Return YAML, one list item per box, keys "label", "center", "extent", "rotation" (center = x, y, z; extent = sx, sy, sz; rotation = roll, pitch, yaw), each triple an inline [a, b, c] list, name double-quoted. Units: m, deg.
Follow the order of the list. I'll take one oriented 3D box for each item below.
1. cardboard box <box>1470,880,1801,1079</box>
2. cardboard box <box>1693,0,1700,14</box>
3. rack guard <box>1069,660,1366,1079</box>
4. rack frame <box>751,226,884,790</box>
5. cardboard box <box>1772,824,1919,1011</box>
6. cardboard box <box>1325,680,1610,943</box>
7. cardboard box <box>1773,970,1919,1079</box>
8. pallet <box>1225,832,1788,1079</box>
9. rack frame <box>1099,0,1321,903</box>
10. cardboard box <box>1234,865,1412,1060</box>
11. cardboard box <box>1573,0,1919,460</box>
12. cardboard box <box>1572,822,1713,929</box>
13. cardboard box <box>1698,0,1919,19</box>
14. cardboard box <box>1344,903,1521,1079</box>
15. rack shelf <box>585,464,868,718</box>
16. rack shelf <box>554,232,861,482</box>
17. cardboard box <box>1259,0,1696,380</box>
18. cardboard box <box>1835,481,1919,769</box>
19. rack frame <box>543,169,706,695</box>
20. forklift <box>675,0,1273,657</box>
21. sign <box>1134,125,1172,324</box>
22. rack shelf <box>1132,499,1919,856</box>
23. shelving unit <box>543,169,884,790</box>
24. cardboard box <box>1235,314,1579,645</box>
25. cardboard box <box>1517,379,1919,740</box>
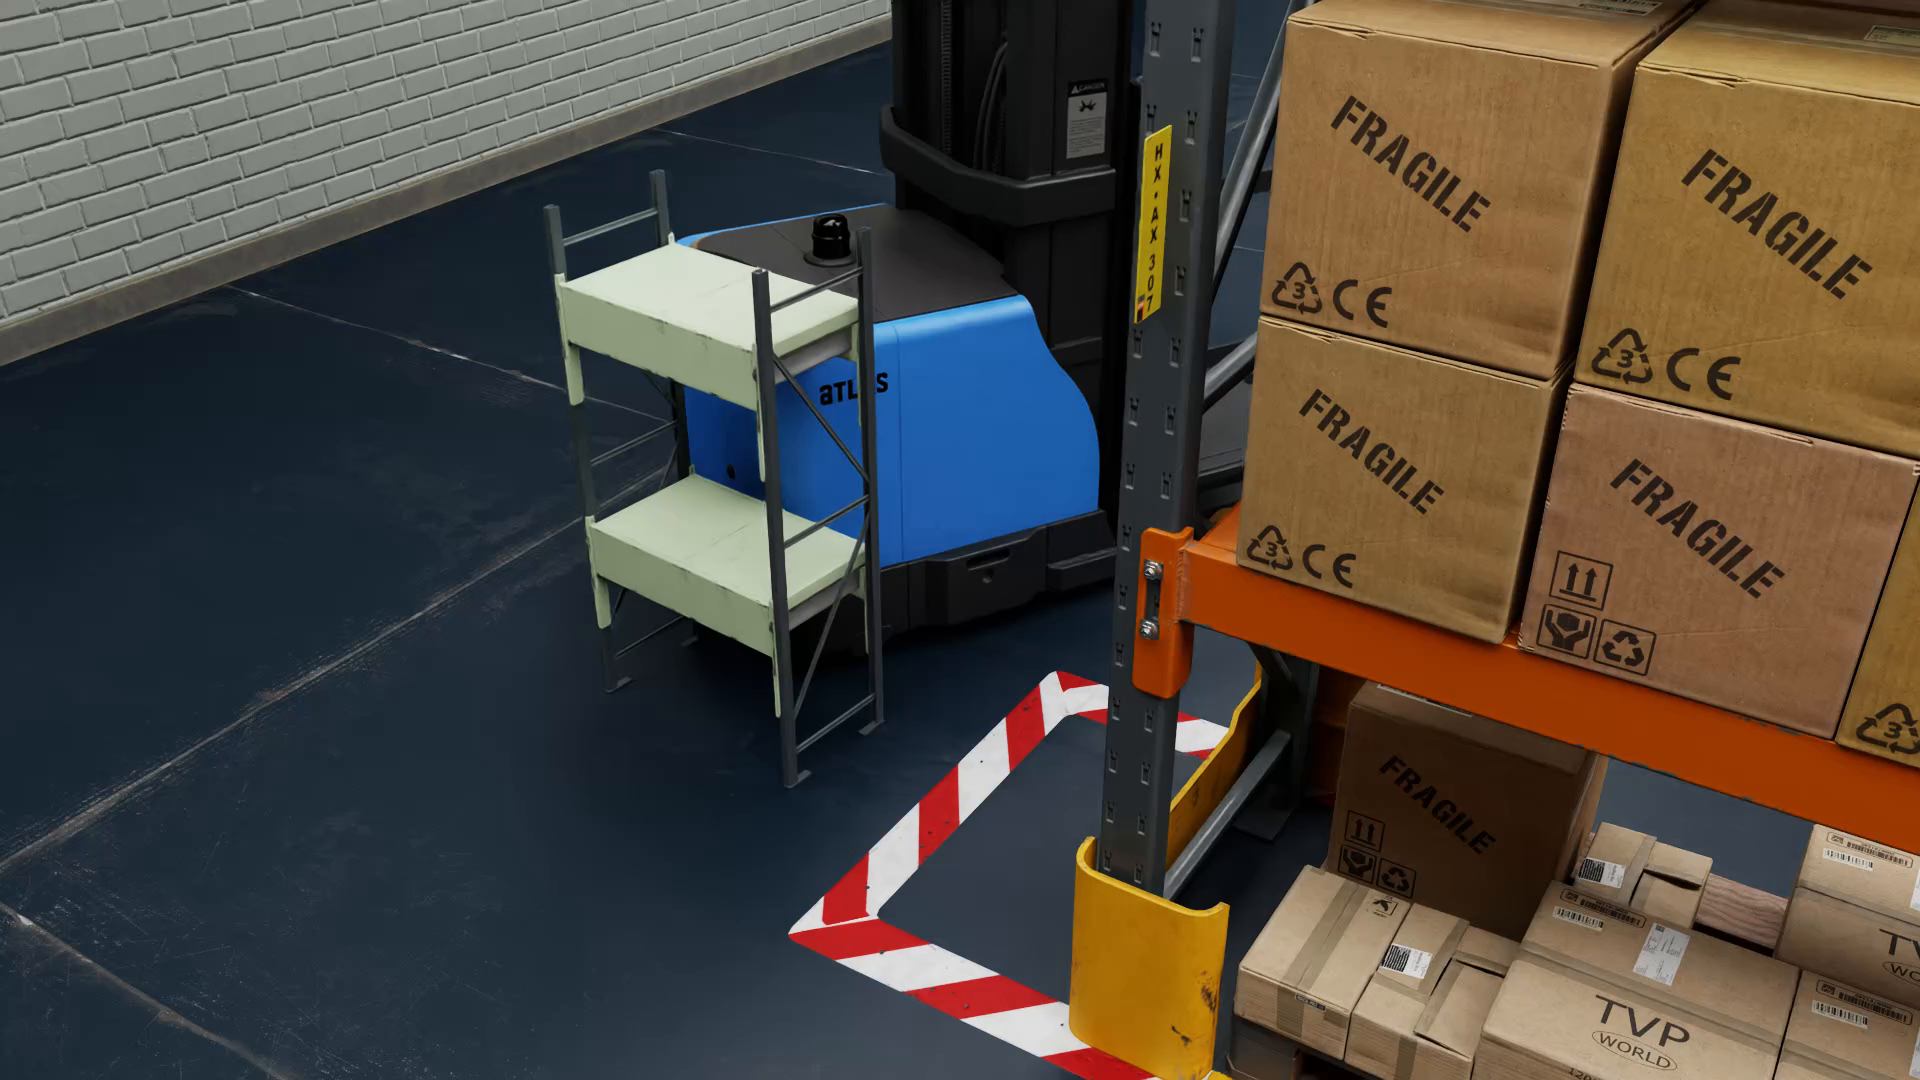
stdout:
- label: "cardboard box"
  center: [1.351, 1.006, 3.341]
  extent: [0.500, 0.250, 0.500]
  rotation: [18, 35, 27]
- label: "cardboard box"
  center: [1.141, -0.865, 3.165]
  extent: [0.500, 0.500, 0.500]
  rotation: [17, 34, 27]
- label: "rack guard"
  center: [0.682, 0.708, 4.041]
  extent: [0.348, 0.500, 1.175]
  rotation: [18, 35, 27]
- label: "rack frame"
  center: [-0.351, -0.043, 4.334]
  extent: [0.023, 1.500, 0.400]
  rotation: [21, 36, 32]
- label: "cardboard box"
  center: [1.998, 0.913, 3.500]
  extent: [0.500, 0.250, 0.500]
  rotation: [18, 35, 27]
- label: "cardboard box"
  center: [1.209, 0.538, 3.895]
  extent: [0.500, 0.500, 0.500]
  rotation: [18, 35, 27]
- label: "cardboard box"
  center: [1.775, 1.140, 3.111]
  extent: [0.500, 0.250, 0.500]
  rotation: [18, 35, 27]
- label: "pallet"
  center: [1.358, 1.046, 3.748]
  extent: [1.213, 0.211, 1.003]
  rotation: [18, 35, 27]
- label: "rack frame"
  center: [0.618, -0.392, 3.446]
  extent: [0.127, 3.000, 1.000]
  rotation: [18, 35, 27]
- label: "cardboard box"
  center: [0.790, 0.908, 3.610]
  extent: [0.250, 0.149, 0.380]
  rotation: [18, 35, 27]
- label: "cardboard box"
  center: [1.300, -0.499, 2.537]
  extent: [0.500, 0.500, 0.500]
  rotation: [18, 35, 28]
- label: "cardboard box"
  center: [1.505, 0.829, 3.727]
  extent: [0.250, 0.166, 0.380]
  rotation: [18, 35, 27]
- label: "cardboard box"
  center: [1.569, -0.730, 2.934]
  extent: [0.500, 0.500, 0.500]
  rotation: [19, 35, 29]
- label: "cardboard box"
  center: [1.002, 0.967, 3.490]
  extent: [0.250, 0.166, 0.380]
  rotation: [18, 35, 27]
- label: "rack shelf"
  center: [-0.641, 0.125, 4.692]
  extent: [0.720, 0.370, 0.431]
  rotation: [21, 36, 32]
- label: "rack shelf"
  center: [-0.639, -0.494, 4.333]
  extent: [0.720, 0.370, 0.431]
  rotation: [21, 36, 32]
- label: "cardboard box"
  center: [0.854, -0.636, 2.772]
  extent: [0.500, 0.500, 0.500]
  rotation: [19, 35, 29]
- label: "cardboard box"
  center: [1.717, 0.068, 2.558]
  extent: [0.500, 0.500, 0.500]
  rotation: [17, 35, 27]
- label: "rack frame"
  center: [-0.929, -0.270, 4.723]
  extent: [0.023, 1.500, 0.400]
  rotation: [21, 36, 32]
- label: "forklift"
  center: [0.600, -1.426, 5.286]
  extent: [3.031, 2.935, 1.130]
  rotation: [-15, 33, -24]
- label: "sign"
  center: [0.330, -0.535, 2.831]
  extent: [0.005, 0.325, 0.100]
  rotation: [18, 35, 27]
- label: "rack shelf"
  center: [2.312, 0.454, 2.709]
  extent: [4.000, 0.370, 1.077]
  rotation: [18, 35, 27]
- label: "shelving unit"
  center: [-0.640, -0.157, 4.528]
  extent: [0.755, 1.500, 0.431]
  rotation: [21, 36, 32]
- label: "cardboard box"
  center: [0.854, -0.204, 3.024]
  extent: [0.500, 0.500, 0.500]
  rotation: [18, 35, 28]
- label: "cardboard box"
  center: [1.293, -0.068, 2.791]
  extent: [0.500, 0.500, 0.500]
  rotation: [17, 34, 27]
